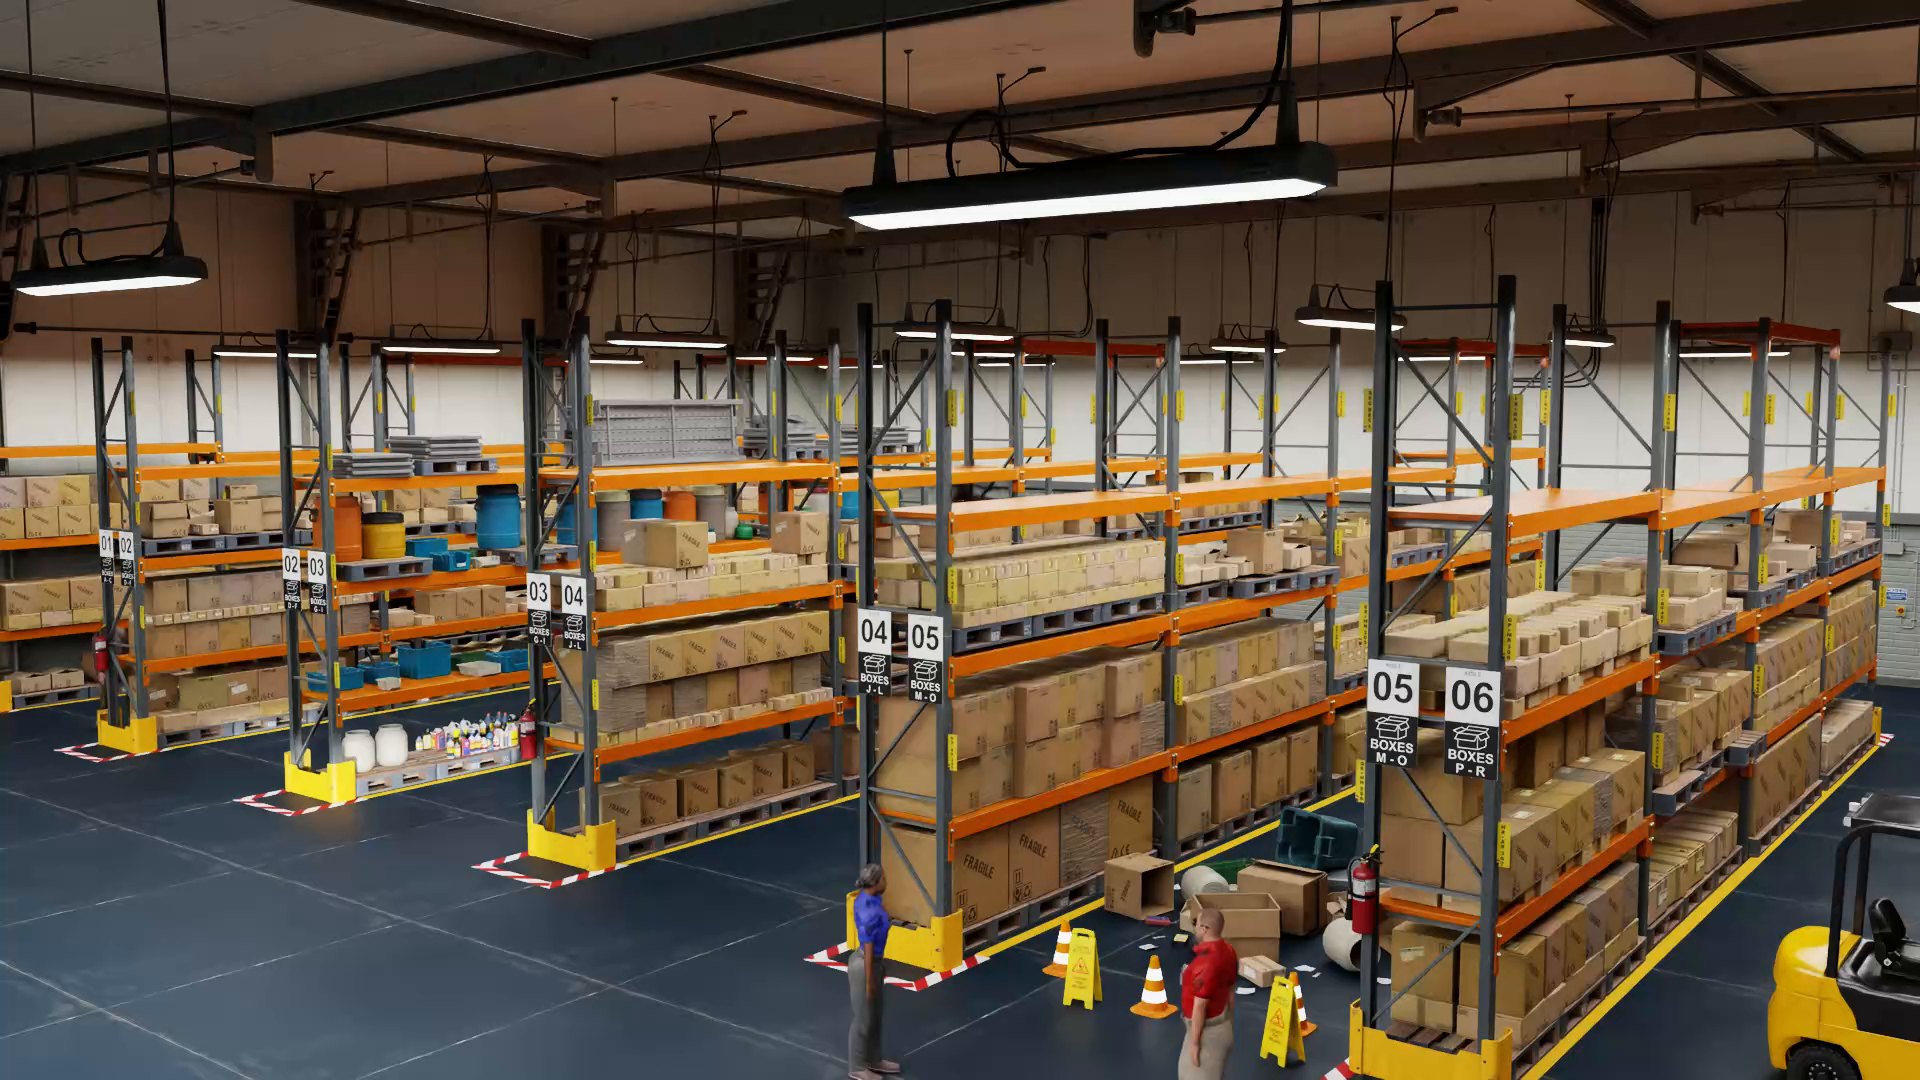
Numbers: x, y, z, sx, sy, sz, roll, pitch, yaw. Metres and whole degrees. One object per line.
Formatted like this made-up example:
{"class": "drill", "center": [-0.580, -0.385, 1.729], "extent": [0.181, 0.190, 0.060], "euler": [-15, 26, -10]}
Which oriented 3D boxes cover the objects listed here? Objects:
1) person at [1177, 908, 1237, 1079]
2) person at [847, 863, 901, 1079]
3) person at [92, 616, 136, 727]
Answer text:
{"class": "person", "center": [1.725, 3.330, 11.217], "extent": [0.730, 1.704, 0.501], "euler": [1, 5, 8]}
{"class": "person", "center": [-0.649, 3.299, 12.518], "extent": [0.395, 1.570, 0.464], "euler": [0, 5, 0]}
{"class": "person", "center": [-13.158, 2.044, 25.925], "extent": [0.685, 1.830, 0.546], "euler": [-5, 7, -43]}
